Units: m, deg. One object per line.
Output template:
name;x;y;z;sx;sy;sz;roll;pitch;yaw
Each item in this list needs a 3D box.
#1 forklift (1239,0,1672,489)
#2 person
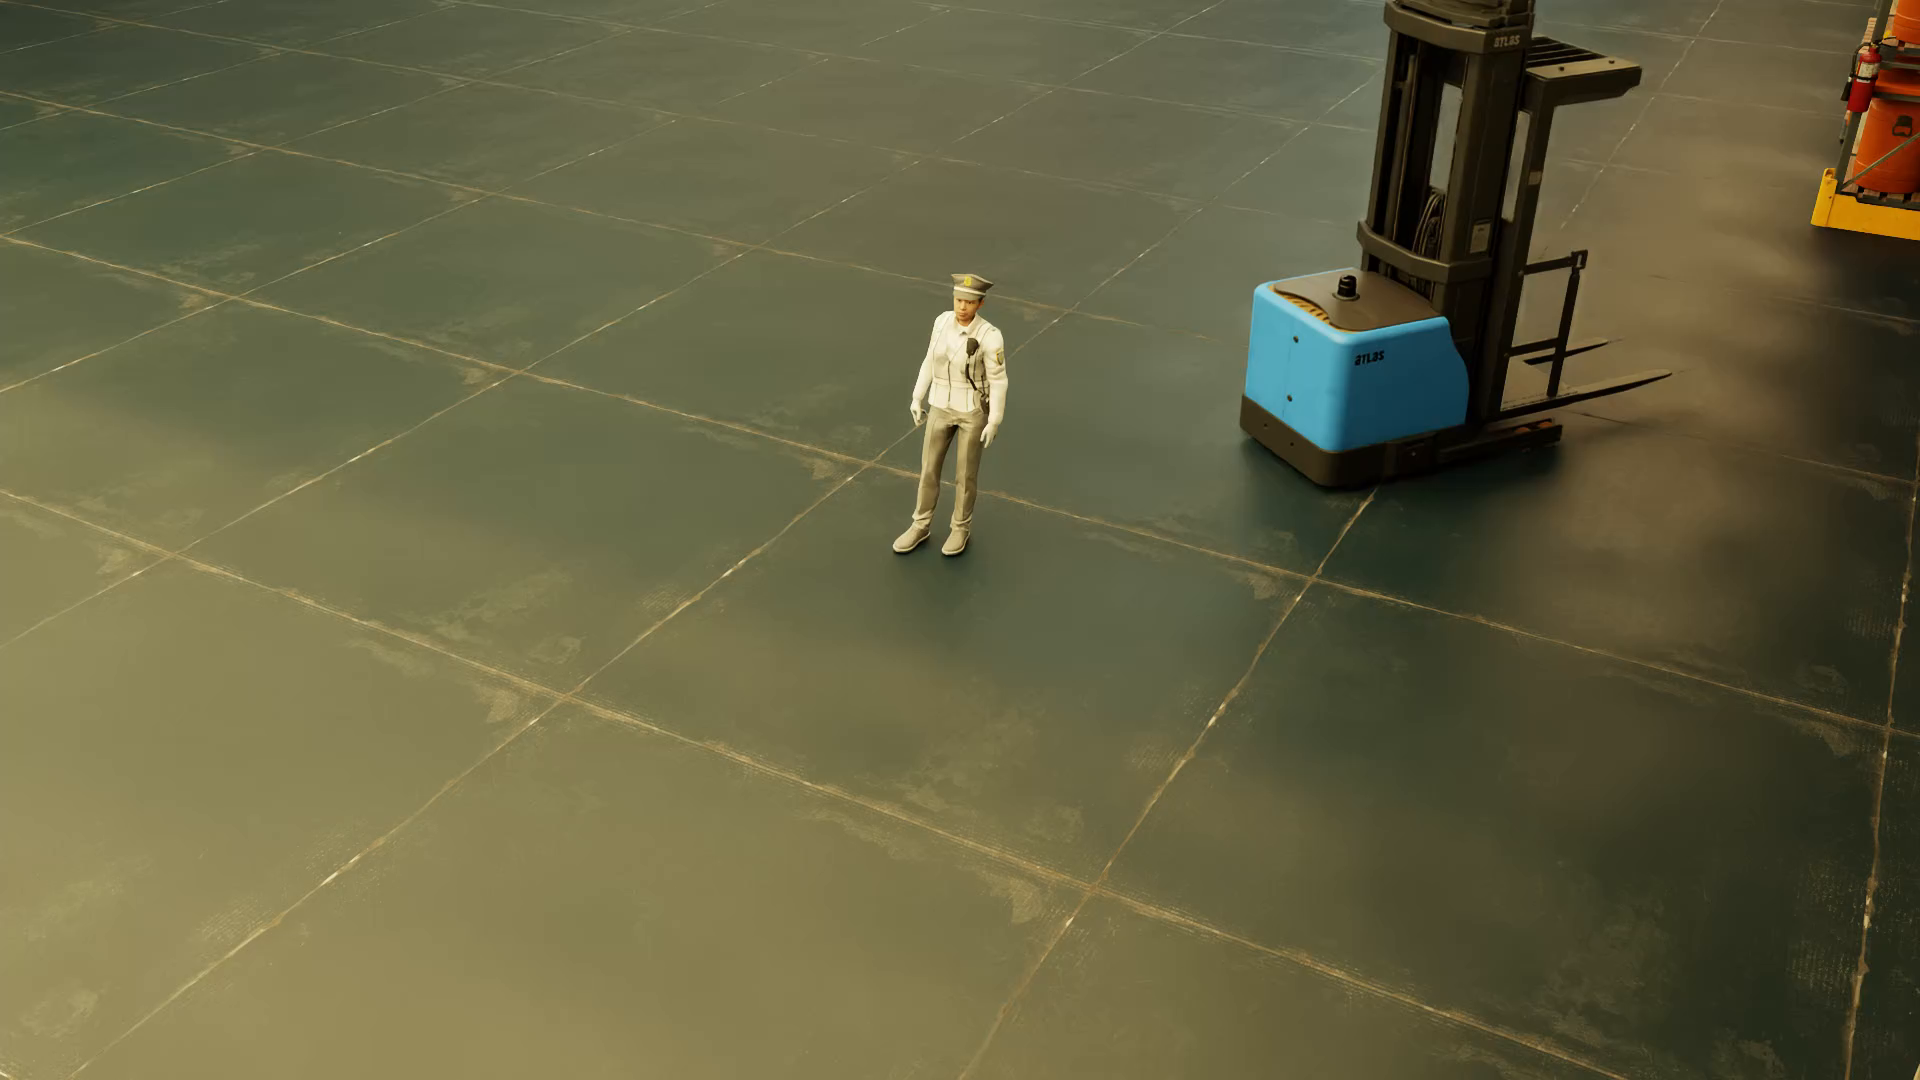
forklift;3.442;-2.076;10.668;3.031;2.935;1.130;-13;32;-21
person;-0.039;-0.712;9.527;0.588;1.695;0.531;15;33;25
